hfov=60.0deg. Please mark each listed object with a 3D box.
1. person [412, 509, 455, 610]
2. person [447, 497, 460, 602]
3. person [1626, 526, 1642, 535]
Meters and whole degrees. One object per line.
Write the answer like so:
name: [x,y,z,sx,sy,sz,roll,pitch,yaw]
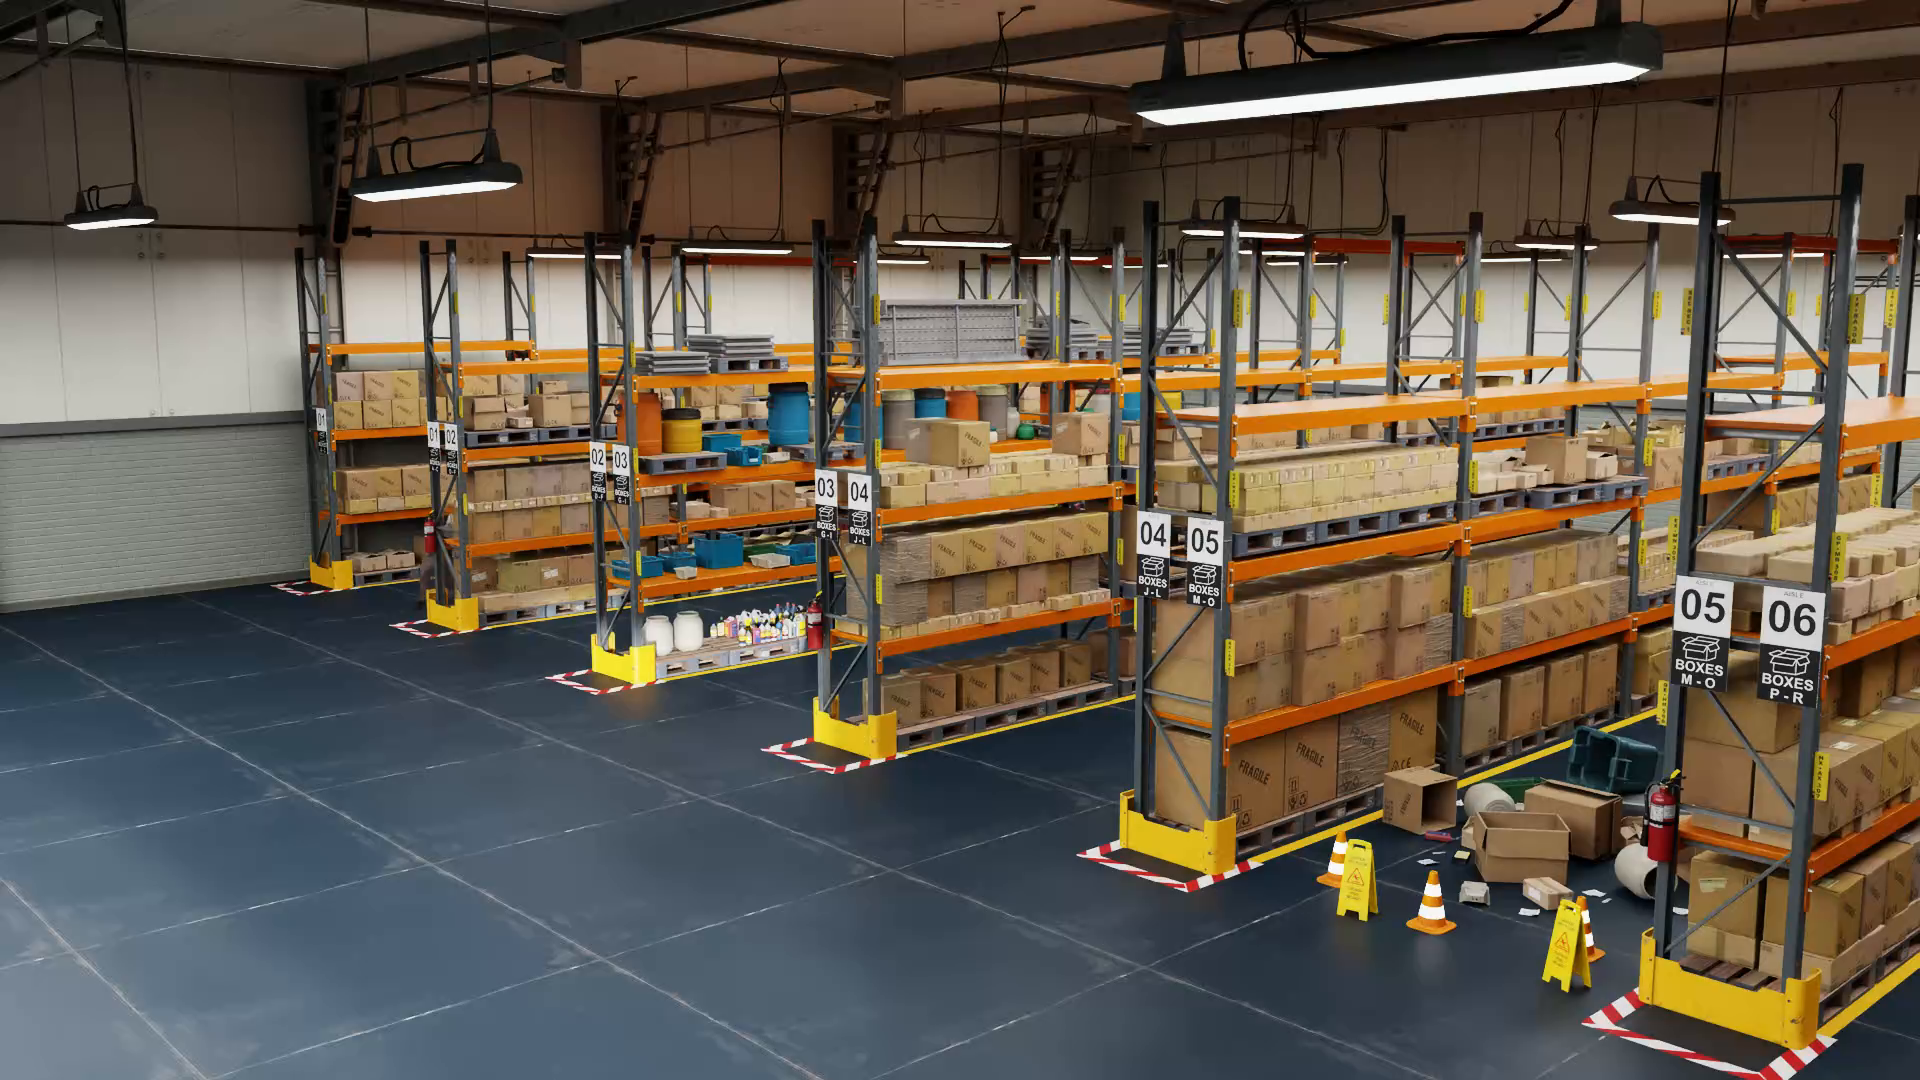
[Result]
person: [-8.617,0.290,27.598,0.676,1.720,0.902,7,11,40]
person: [-8.552,0.163,28.243,0.670,1.813,0.691,6,10,33]
person: [10.209,0.618,25.257,0.866,1.760,0.700,-7,11,-39]
